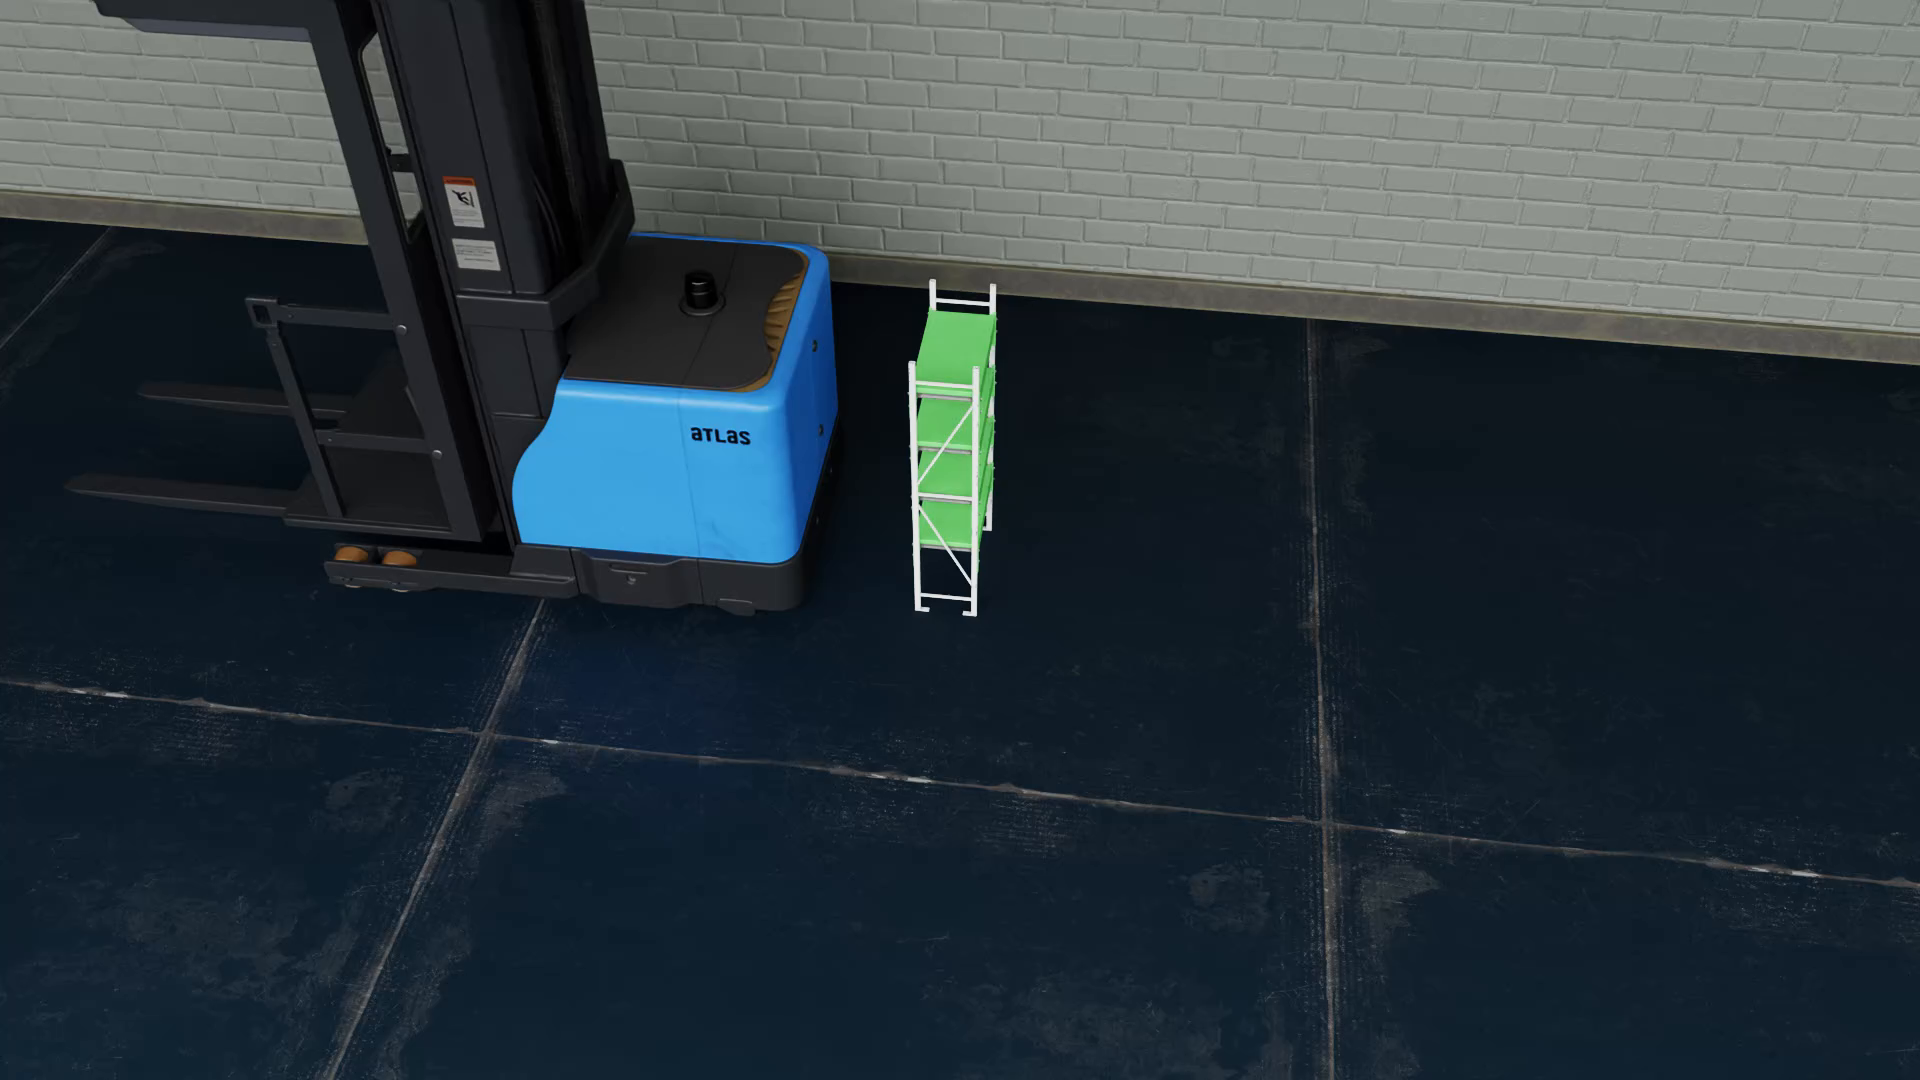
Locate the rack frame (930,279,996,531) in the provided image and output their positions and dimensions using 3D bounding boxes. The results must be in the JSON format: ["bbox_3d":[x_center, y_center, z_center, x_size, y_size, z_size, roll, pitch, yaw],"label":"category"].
[{"bbox_3d":[0.010,-0.489,6.394,0.240,1.200,0.015,5,44,6],"label":"rack frame"}]

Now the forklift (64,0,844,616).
[{"bbox_3d":[-2.045,-1.216,5.902,3.031,2.935,1.130,5,44,5],"label":"forklift"}]

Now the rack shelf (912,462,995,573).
[{"bbox_3d":[-0.022,-0.102,6.427,0.258,0.148,0.480,5,44,6],"label":"rack shelf"}]

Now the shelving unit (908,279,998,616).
[{"bbox_3d":[-0.022,-0.323,6.218,0.258,1.200,0.503,5,44,6],"label":"shelving unit"}]

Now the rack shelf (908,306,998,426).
[{"bbox_3d":[-0.022,-0.625,5.932,0.258,0.148,0.480,5,44,6],"label":"rack shelf"}]

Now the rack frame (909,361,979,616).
[{"bbox_3d":[-0.054,-0.157,6.043,0.240,1.200,0.015,5,44,6],"label":"rack frame"}]

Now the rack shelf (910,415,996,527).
[{"bbox_3d":[-0.022,-0.276,6.262,0.258,0.148,0.480,5,44,6],"label":"rack shelf"}]

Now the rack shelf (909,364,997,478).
[{"bbox_3d":[-0.022,-0.451,6.097,0.258,0.148,0.480,5,44,6],"label":"rack shelf"}]
